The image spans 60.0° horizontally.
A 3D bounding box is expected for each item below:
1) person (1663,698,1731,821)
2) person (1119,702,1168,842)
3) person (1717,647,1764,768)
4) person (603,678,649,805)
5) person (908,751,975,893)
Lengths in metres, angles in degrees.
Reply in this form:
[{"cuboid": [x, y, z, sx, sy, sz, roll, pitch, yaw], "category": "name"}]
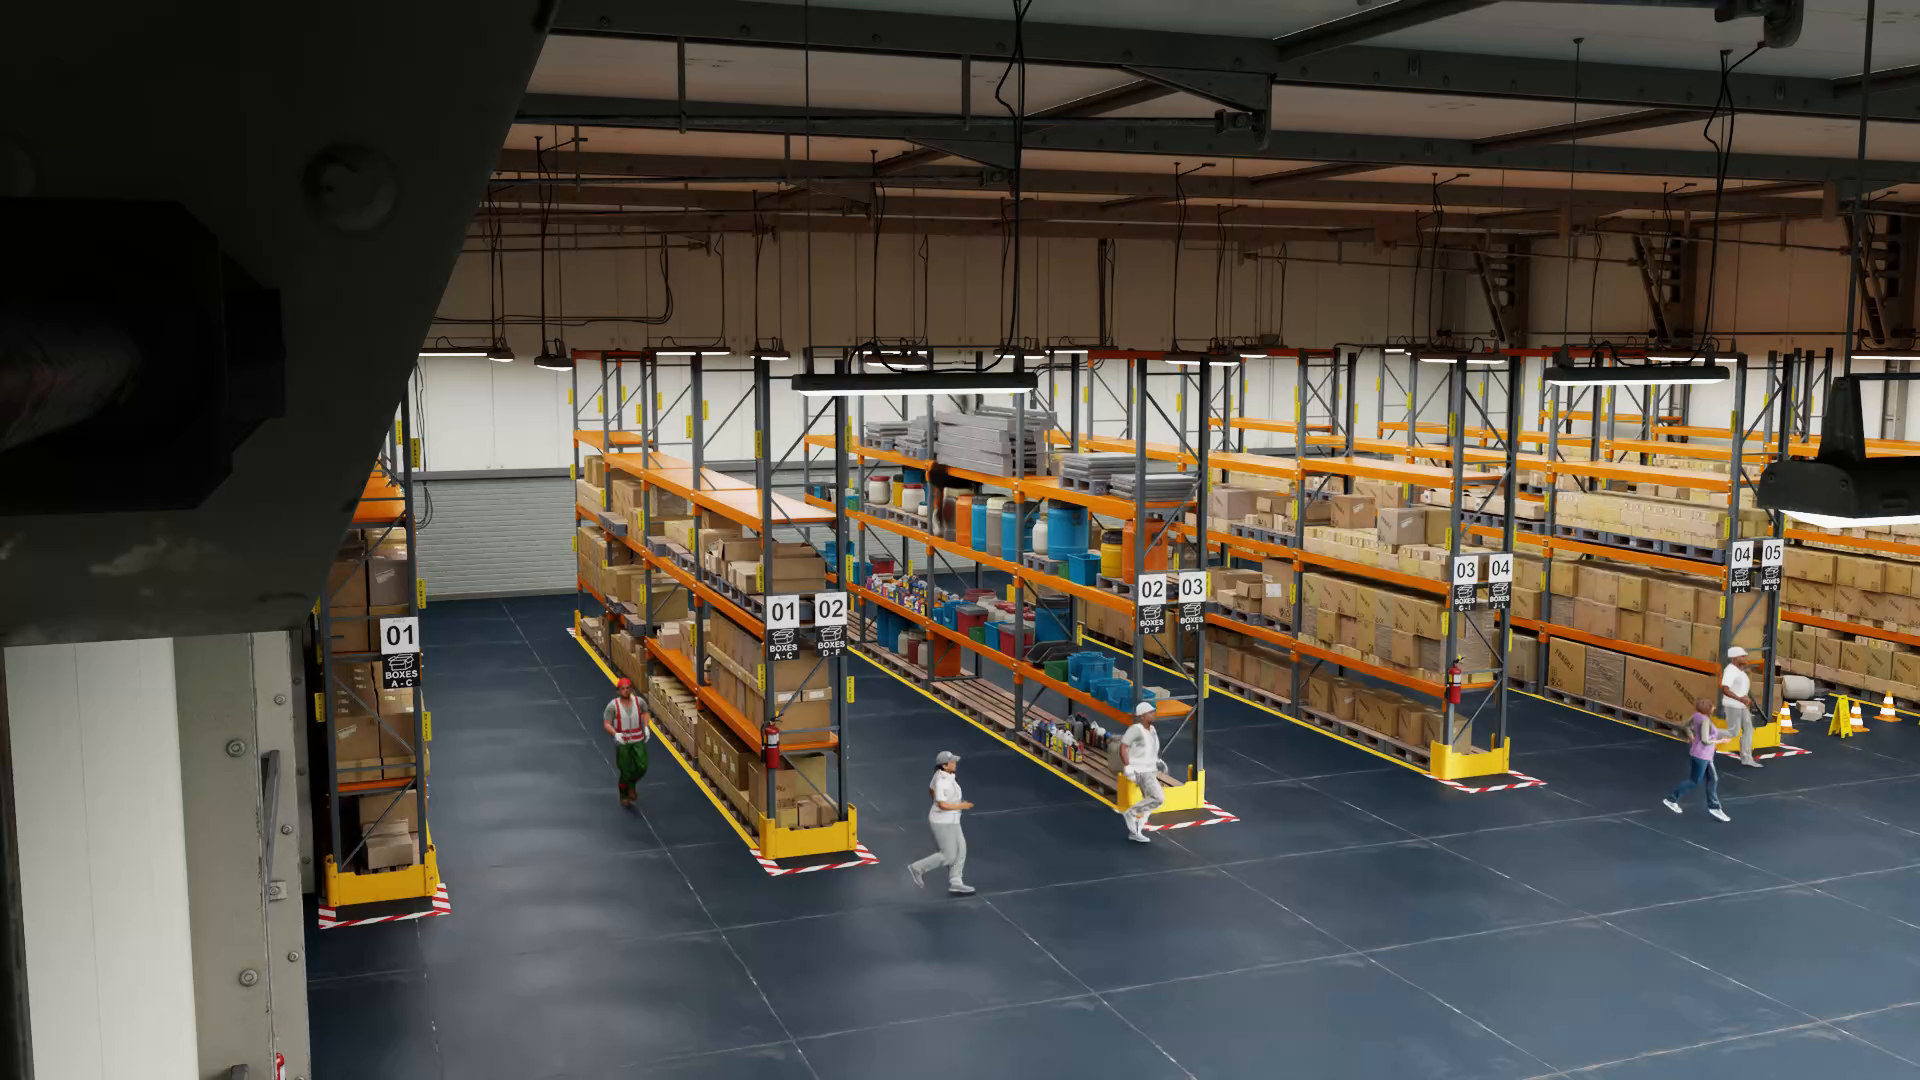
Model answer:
[{"cuboid": [9.622, 2.846, 21.650, 0.820, 1.629, 0.530, 3, 8, 20], "category": "person"}, {"cuboid": [2.353, 2.899, 20.851, 0.551, 1.708, 0.734, 4, 8, 26], "category": "person"}, {"cuboid": [11.386, 2.436, 24.466, 0.930, 1.756, 0.726, 5, 9, 36], "category": "person"}, {"cuboid": [-4.419, 2.704, 22.226, 0.643, 1.744, 0.552, -3, 8, -25], "category": "person"}, {"cuboid": [-0.209, 3.187, 18.808, 0.751, 1.635, 0.613, 0, 7, 2], "category": "person"}]
